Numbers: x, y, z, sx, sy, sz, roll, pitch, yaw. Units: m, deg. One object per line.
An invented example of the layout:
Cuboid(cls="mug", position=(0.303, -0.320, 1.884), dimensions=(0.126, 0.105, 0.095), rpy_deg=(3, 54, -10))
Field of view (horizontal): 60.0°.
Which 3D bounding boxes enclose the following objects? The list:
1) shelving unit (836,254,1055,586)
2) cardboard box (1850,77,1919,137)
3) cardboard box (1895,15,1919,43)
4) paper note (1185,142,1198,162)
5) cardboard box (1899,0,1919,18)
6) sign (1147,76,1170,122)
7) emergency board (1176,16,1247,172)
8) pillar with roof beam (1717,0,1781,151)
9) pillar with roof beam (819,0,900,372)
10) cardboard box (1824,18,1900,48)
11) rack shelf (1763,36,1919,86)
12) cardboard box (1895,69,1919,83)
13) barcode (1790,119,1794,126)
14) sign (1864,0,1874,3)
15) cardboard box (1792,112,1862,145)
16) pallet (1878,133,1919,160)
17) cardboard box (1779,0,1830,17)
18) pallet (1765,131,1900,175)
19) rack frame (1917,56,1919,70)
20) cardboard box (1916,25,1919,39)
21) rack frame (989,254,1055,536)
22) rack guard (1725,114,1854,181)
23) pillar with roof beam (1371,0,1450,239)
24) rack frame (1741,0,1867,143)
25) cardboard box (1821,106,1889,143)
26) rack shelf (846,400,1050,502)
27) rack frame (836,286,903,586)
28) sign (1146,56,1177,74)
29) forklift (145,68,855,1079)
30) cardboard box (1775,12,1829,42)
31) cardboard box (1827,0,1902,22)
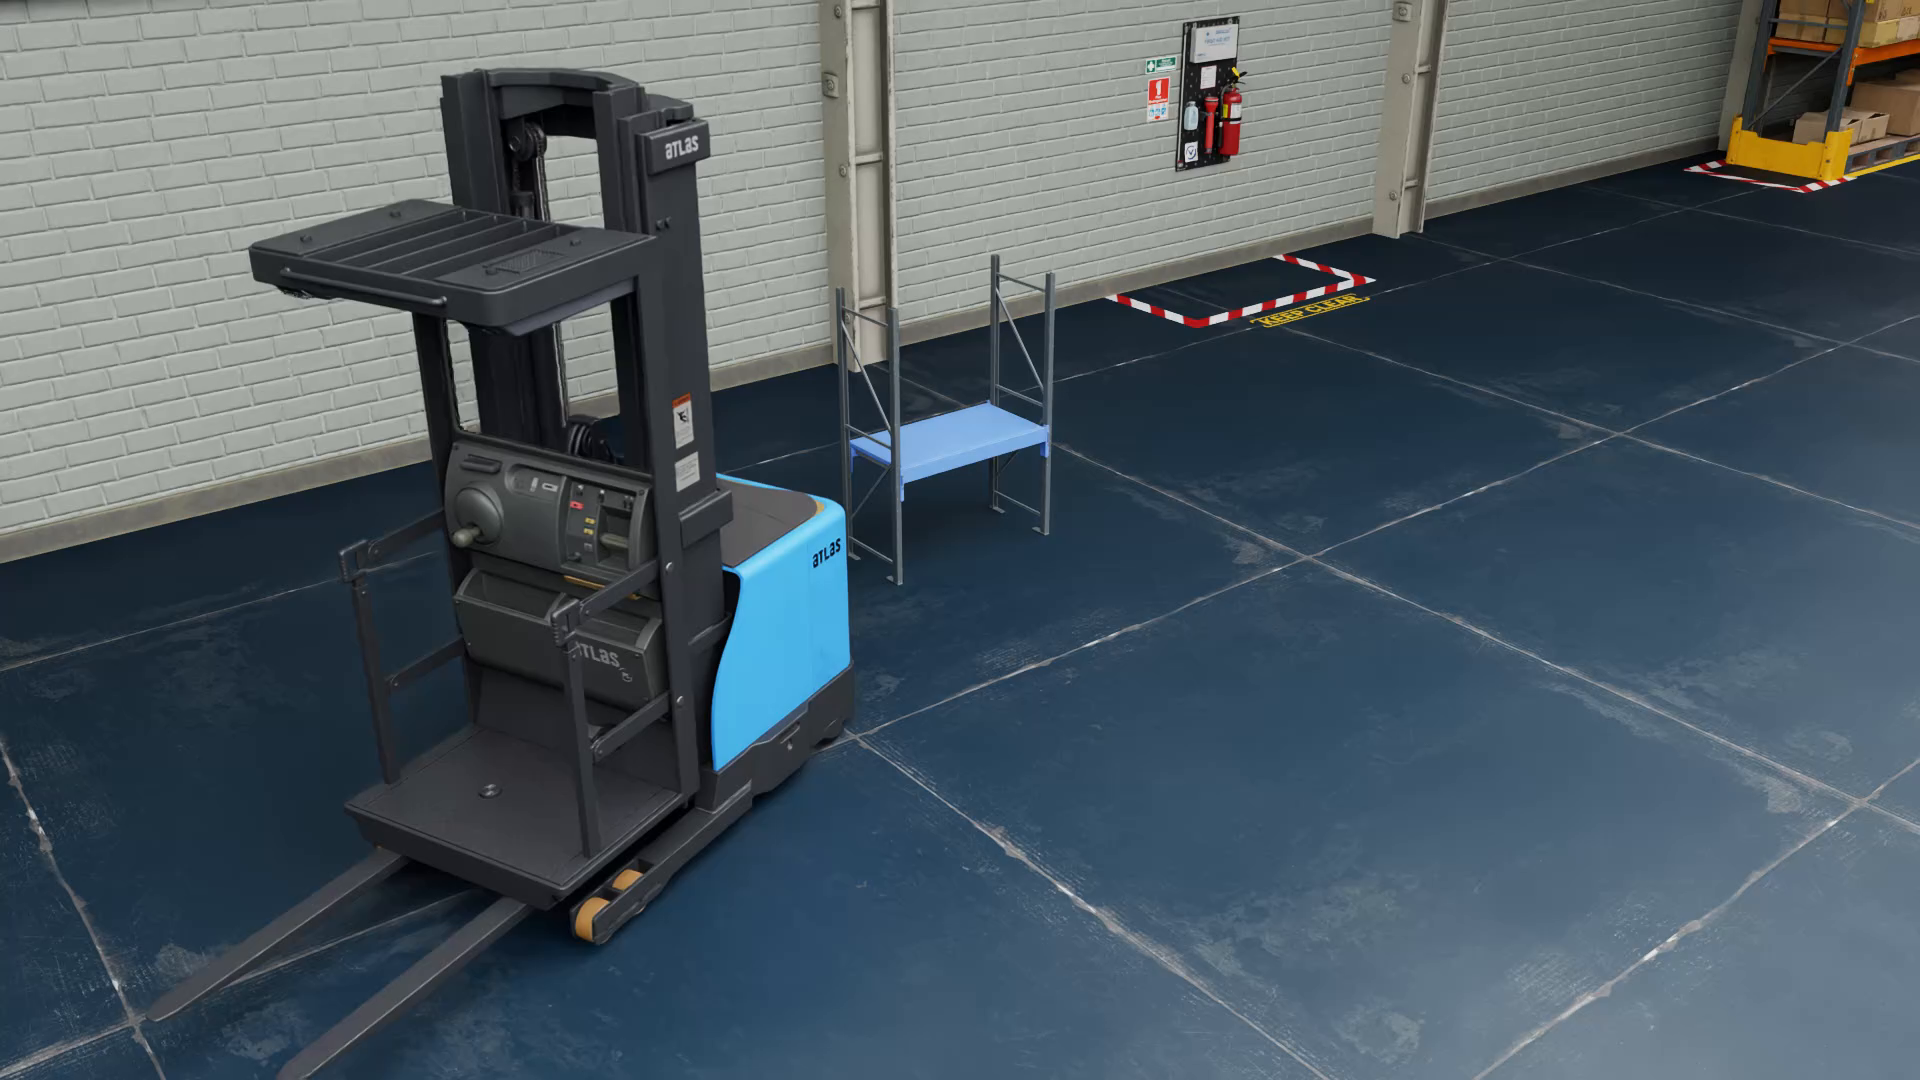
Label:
Cuboid(cls="shelving unit", position=(-0.067, -0.658, 8.887), dimensions=(1.048, 1.500, 0.538), rpy_deg=(-18, 31, -34))
Cuboid(cls="cardboard box", position=(10.398, -4.840, 18.562), dimensions=(0.500, 0.500, 0.700), rpy_deg=(-21, 32, -37))
Cuboid(cls="cardboard box", position=(9.721, -5.404, 17.486), dimensions=(0.500, 0.250, 0.500), rpy_deg=(-19, 31, -36))
Cuboid(cls="paper note", position=(1.886, -3.160, 13.542), dimensions=(0.142, 0.148, 0.016), rpy_deg=(-18, 31, -34))
Cuboid(cls="cardboard box", position=(9.697, -5.733, 17.303), dimensions=(0.500, 0.500, 0.500), rpy_deg=(-18, 30, -34))
Cuboid(cls="sign", position=(1.570, -3.489, 13.163), dimensions=(0.234, 0.329, 0.001), rpy_deg=(-18, 31, -34))
Cuboid(cls="emergency board", position=(2.068, -3.583, 13.406), dimensions=(0.643, 1.169, 0.194), rpy_deg=(-18, 31, -34))
Cuboid(cls="pillar with roof beam", position=(11.414, -7.066, 13.785), dimensions=(0.400, 9.000, 9.100), rpy_deg=(-18, 31, -34))
Cuboid(cls="pillar with roof beam", position=(1.971, -3.948, 7.068), dimensions=(0.400, 9.000, 9.100), rpy_deg=(-18, 31, -34))
Cuboid(cls="cardboard box", position=(9.321, -5.265, 17.185), dimensions=(0.500, 0.250, 0.500), rpy_deg=(-19, 31, -35))
Cuboid(cls="rack shelf", position=(10.315, -5.495, 18.382), dimensions=(4.000, 0.370, 1.077), rpy_deg=(-18, 31, -34))
Cuboid(cls="cardboard box", position=(11.097, -5.124, 19.174), dimensions=(0.500, 0.500, 0.500), rpy_deg=(-21, 32, -38))
Cuboid(cls="barcode", position=(9.108, -4.573, 18.202), dimensions=(0.075, 0.075, 0.001), rpy_deg=(-18, 31, -34))
Cuboid(cls="sign", position=(9.076, -5.515, 16.542), dimensions=(0.005, 0.325, 0.100), rpy_deg=(-18, 31, -34))
Cuboid(cls="cardboard box", position=(9.341, -4.432, 17.908), dimensions=(0.500, 0.311, 0.500), rpy_deg=(-23, 33, -40))
Cuboid(cls="pallet", position=(10.421, -4.572, 18.850), dimensions=(1.213, 0.211, 1.003), rpy_deg=(-18, 31, -34))
Cuboid(cls="cardboard box", position=(8.981, -5.776, 17.396), dimensions=(0.500, 0.500, 0.500), rpy_deg=(-19, 31, -35))
Cuboid(cls="pallet", position=(9.462, -4.256, 18.170), dimensions=(1.213, 0.211, 1.003), rpy_deg=(-18, 31, -34))
Cuboid(cls="rack frame", position=(11.889, -6.341, 19.350), dimensions=(0.127, 3.000, 1.000), rpy_deg=(-18, 31, -34))
Cuboid(cls="cardboard box", position=(10.125, -5.535, 17.767), dimensions=(0.500, 0.250, 0.500), rpy_deg=(-19, 31, -35))
Cuboid(cls="rack frame", position=(0.333, -0.790, 9.171), dimensions=(0.032, 1.500, 0.500), rpy_deg=(-18, 31, -34))
Cuboid(cls="rack guard", position=(8.801, -4.188, 17.680), dimensions=(0.348, 0.500, 1.175), rpy_deg=(-18, 31, -34))
Cuboid(cls="pillar with roof beam", position=(6.693, -5.507, 10.427), dimensions=(0.400, 9.000, 9.100), rpy_deg=(-18, 31, -34))
Cuboid(cls="rack frame", position=(8.741, -5.302, 17.111), dimensions=(0.127, 3.000, 1.000), rpy_deg=(-18, 31, -34))
Cuboid(cls="cardboard box", position=(9.790, -4.580, 18.227), dimensions=(0.500, 0.311, 0.500), rpy_deg=(-15, 29, -30))
Cuboid(cls="rack shelf", position=(-0.067, -0.495, 8.962), dimensions=(1.000, 0.185, 0.538), rpy_deg=(-18, 31, -34))
Cuboid(cls="rack frame", position=(-0.467, -0.526, 8.602), dimensions=(0.032, 1.500, 0.500), rpy_deg=(-18, 31, -34))
Cuboid(cls="sign", position=(1.579, -3.728, 13.048), dimensions=(0.331, 0.109, 0.001), rpy_deg=(-18, 31, -34))
Cuboid(cls="forklift", position=(-1.624, -0.073, 5.926), dimensions=(1.130, 2.935, 3.031), rpy_deg=(13, 28, 26))
Cuboid(cls="cardboard box", position=(8.989, -5.429, 17.539), dimensions=(0.500, 0.250, 0.500), rpy_deg=(-18, 30, -33))
Cuboid(cls="cardboard box", position=(9.302, -5.608, 17.034), dimensions=(0.500, 0.500, 0.500), rpy_deg=(-18, 31, -34))
